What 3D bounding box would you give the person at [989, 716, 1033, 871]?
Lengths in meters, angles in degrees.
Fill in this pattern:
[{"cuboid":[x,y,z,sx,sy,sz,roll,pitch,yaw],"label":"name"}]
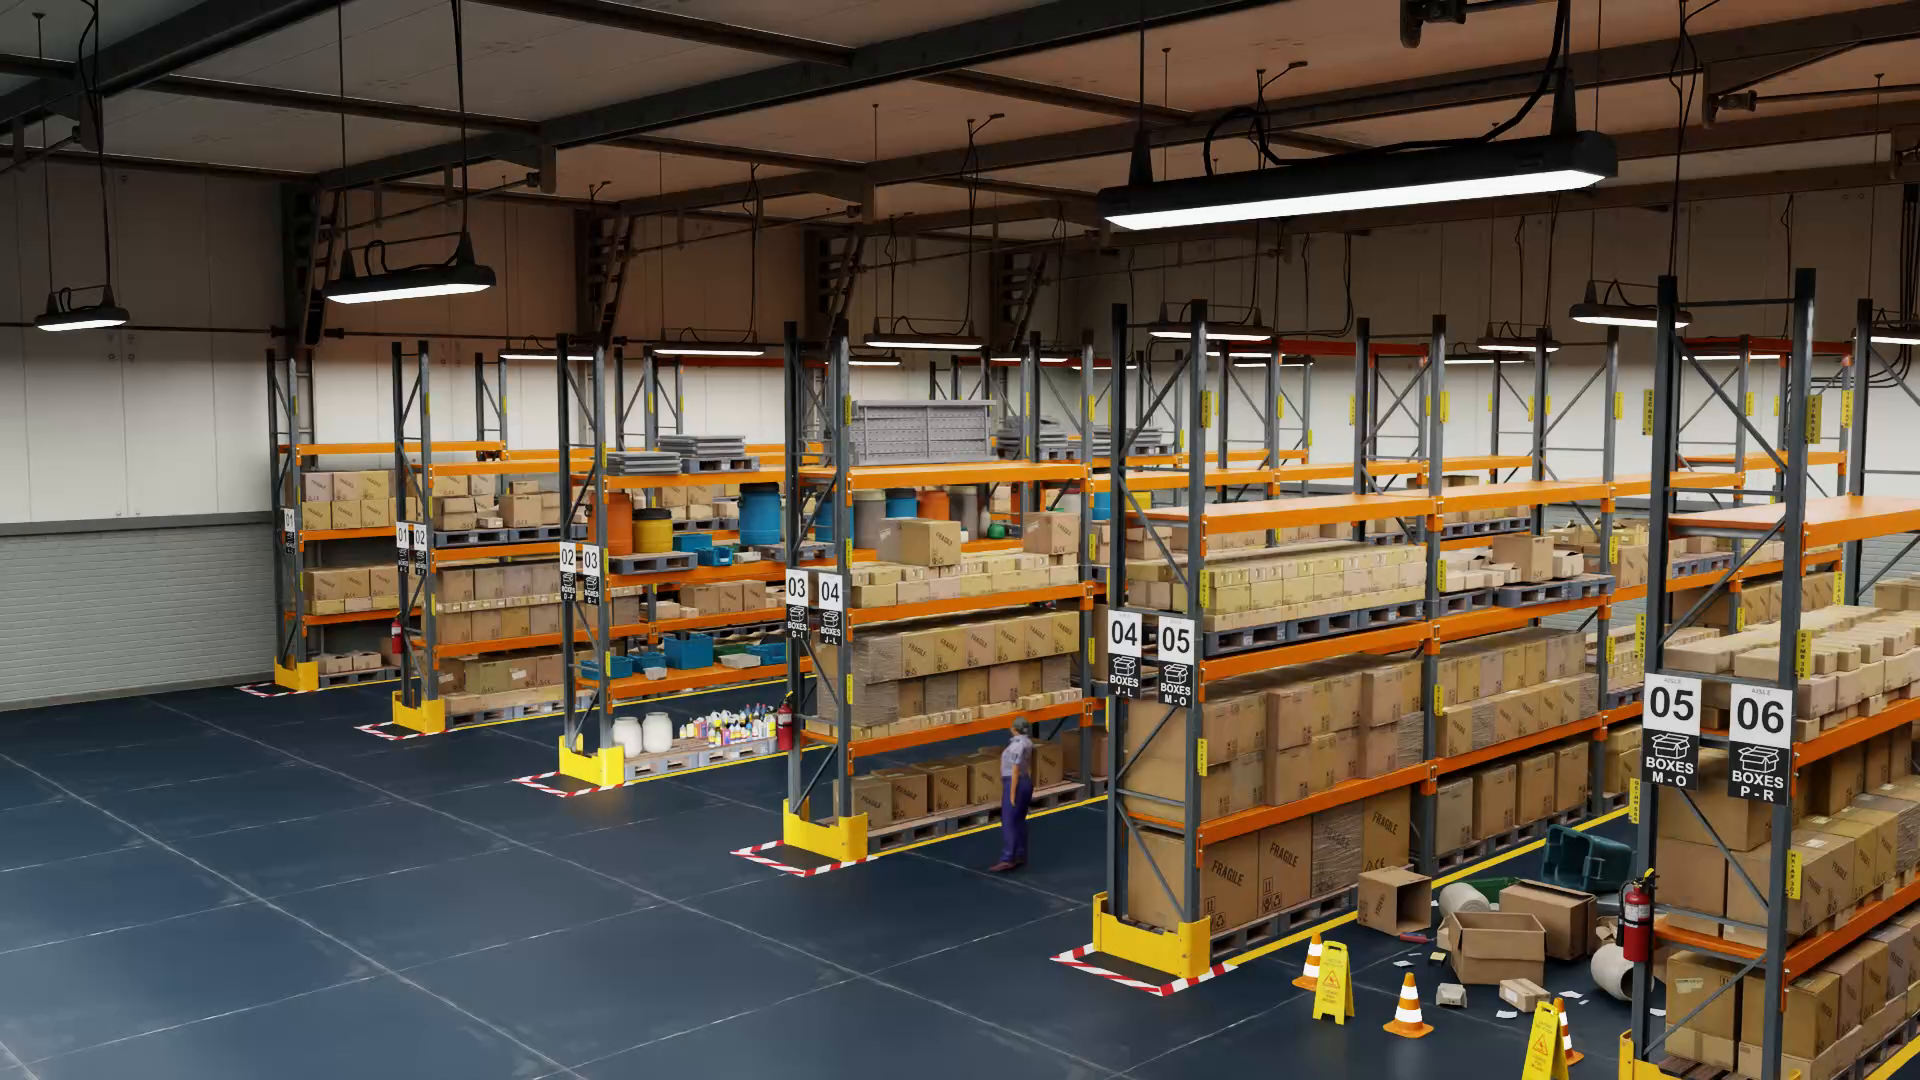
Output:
[{"cuboid":[0.569,2.769,18.267,0.424,1.668,0.578,1,5,12],"label":"person"}]
